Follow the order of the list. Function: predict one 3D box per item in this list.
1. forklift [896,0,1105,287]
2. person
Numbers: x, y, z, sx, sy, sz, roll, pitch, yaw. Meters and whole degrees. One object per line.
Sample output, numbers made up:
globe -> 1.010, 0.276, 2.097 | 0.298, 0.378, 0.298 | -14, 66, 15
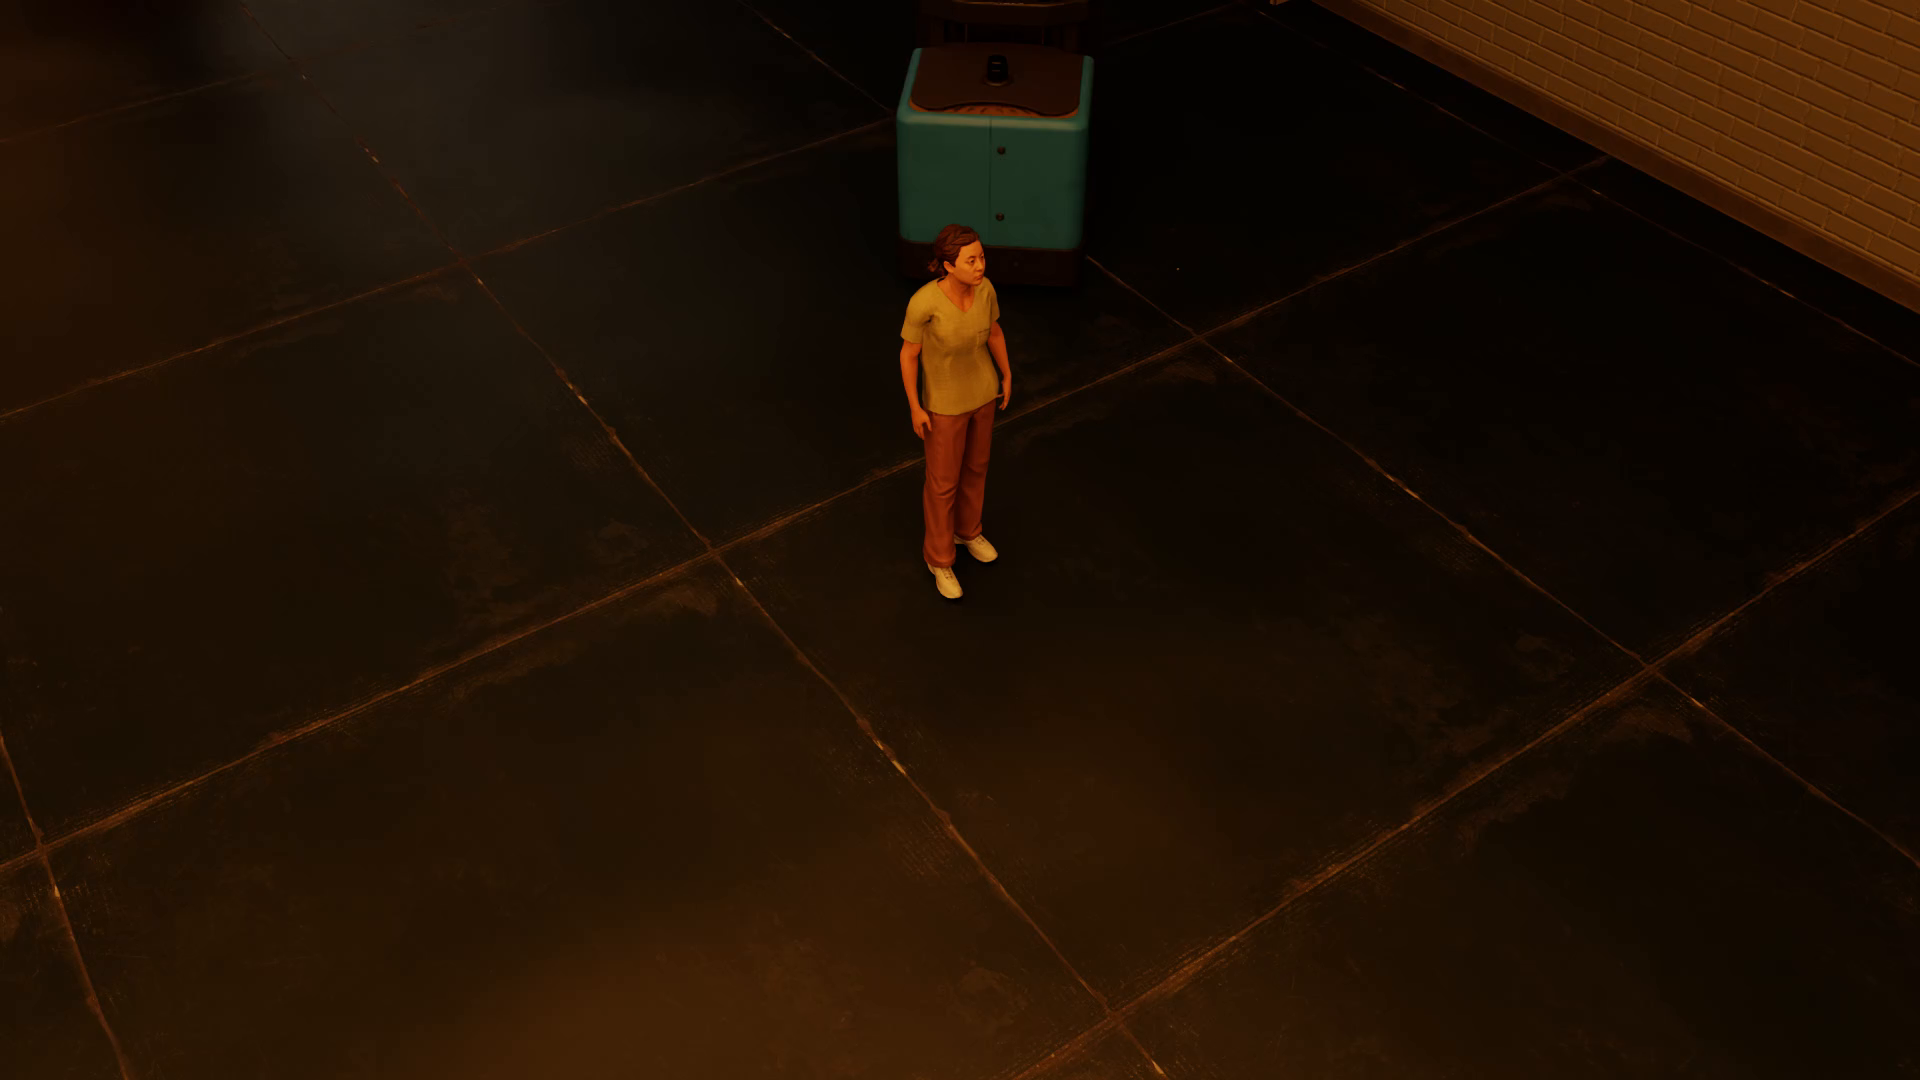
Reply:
forklift -> 0.311, -3.488, 9.500 | 1.130, 2.935, 3.031 | 4, 43, 4
person -> 0.011, -0.536, 7.347 | 0.520, 1.363, 0.396 | -25, 48, -25
